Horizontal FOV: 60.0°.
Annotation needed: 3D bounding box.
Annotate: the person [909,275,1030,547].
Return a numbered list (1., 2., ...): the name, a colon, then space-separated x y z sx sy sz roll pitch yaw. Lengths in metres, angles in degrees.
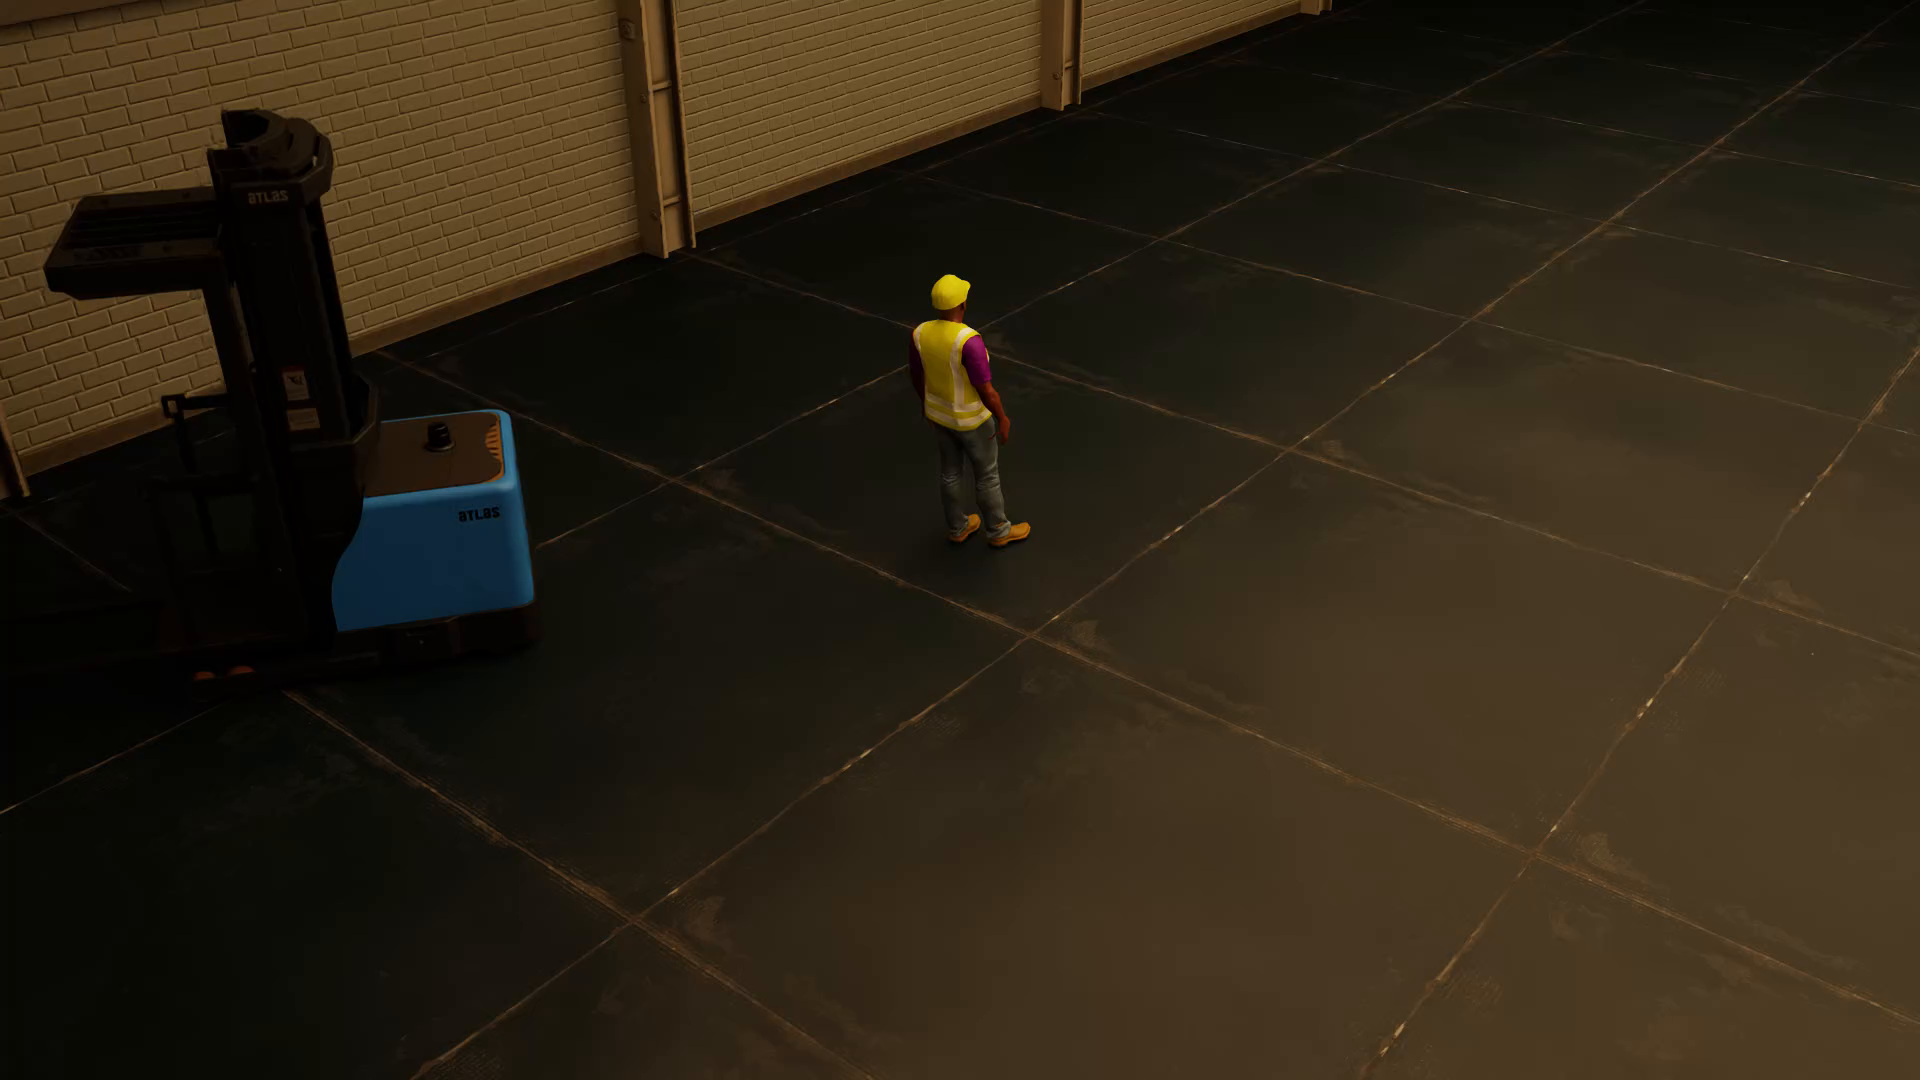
1. person: 0.048 -0.794 10.094 0.666 1.765 0.577 22 37 33

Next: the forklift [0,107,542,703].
1. forklift: -3.951 -0.683 8.764 3.031 2.935 1.130 -8 31 -13
